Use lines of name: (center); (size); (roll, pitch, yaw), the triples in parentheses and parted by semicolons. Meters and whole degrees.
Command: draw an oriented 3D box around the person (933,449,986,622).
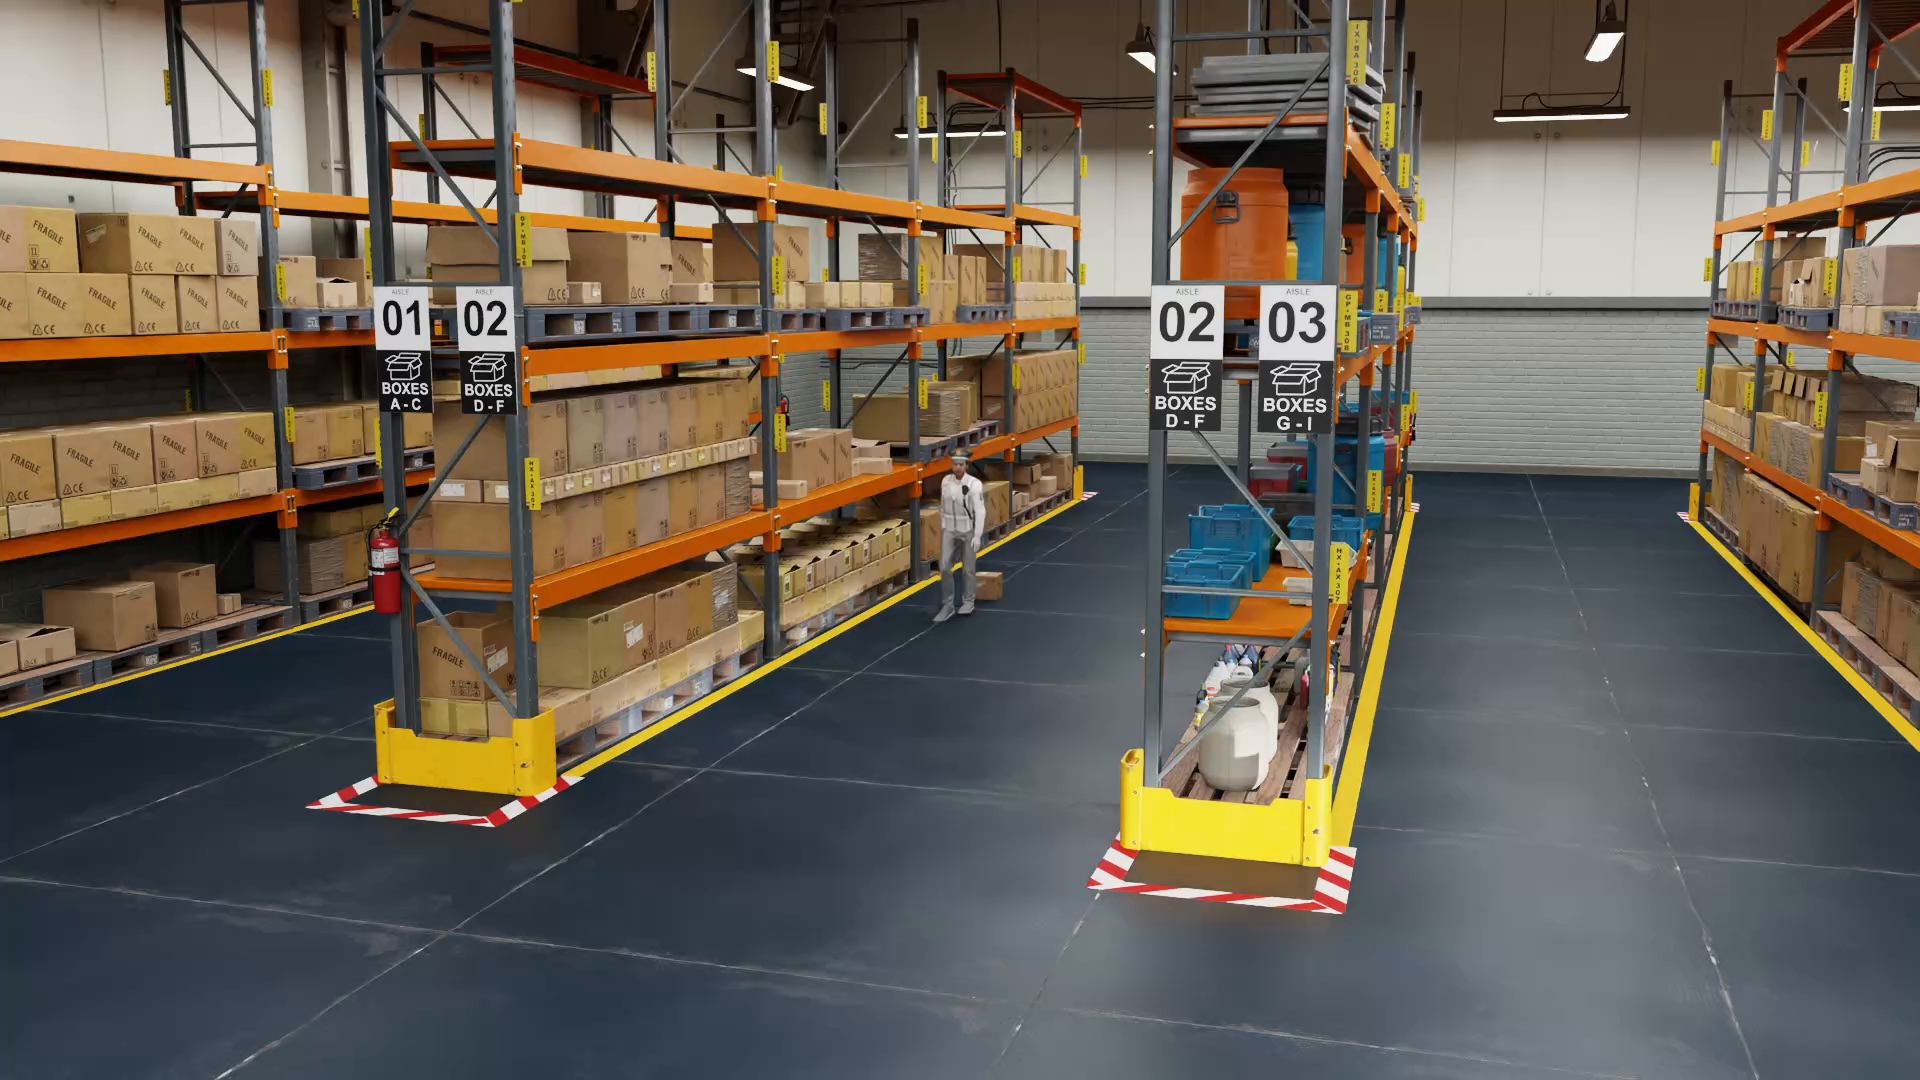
person: (0.023, -0.050, 16.207); (0.508, 1.715, 0.577); (3, 9, 18)
